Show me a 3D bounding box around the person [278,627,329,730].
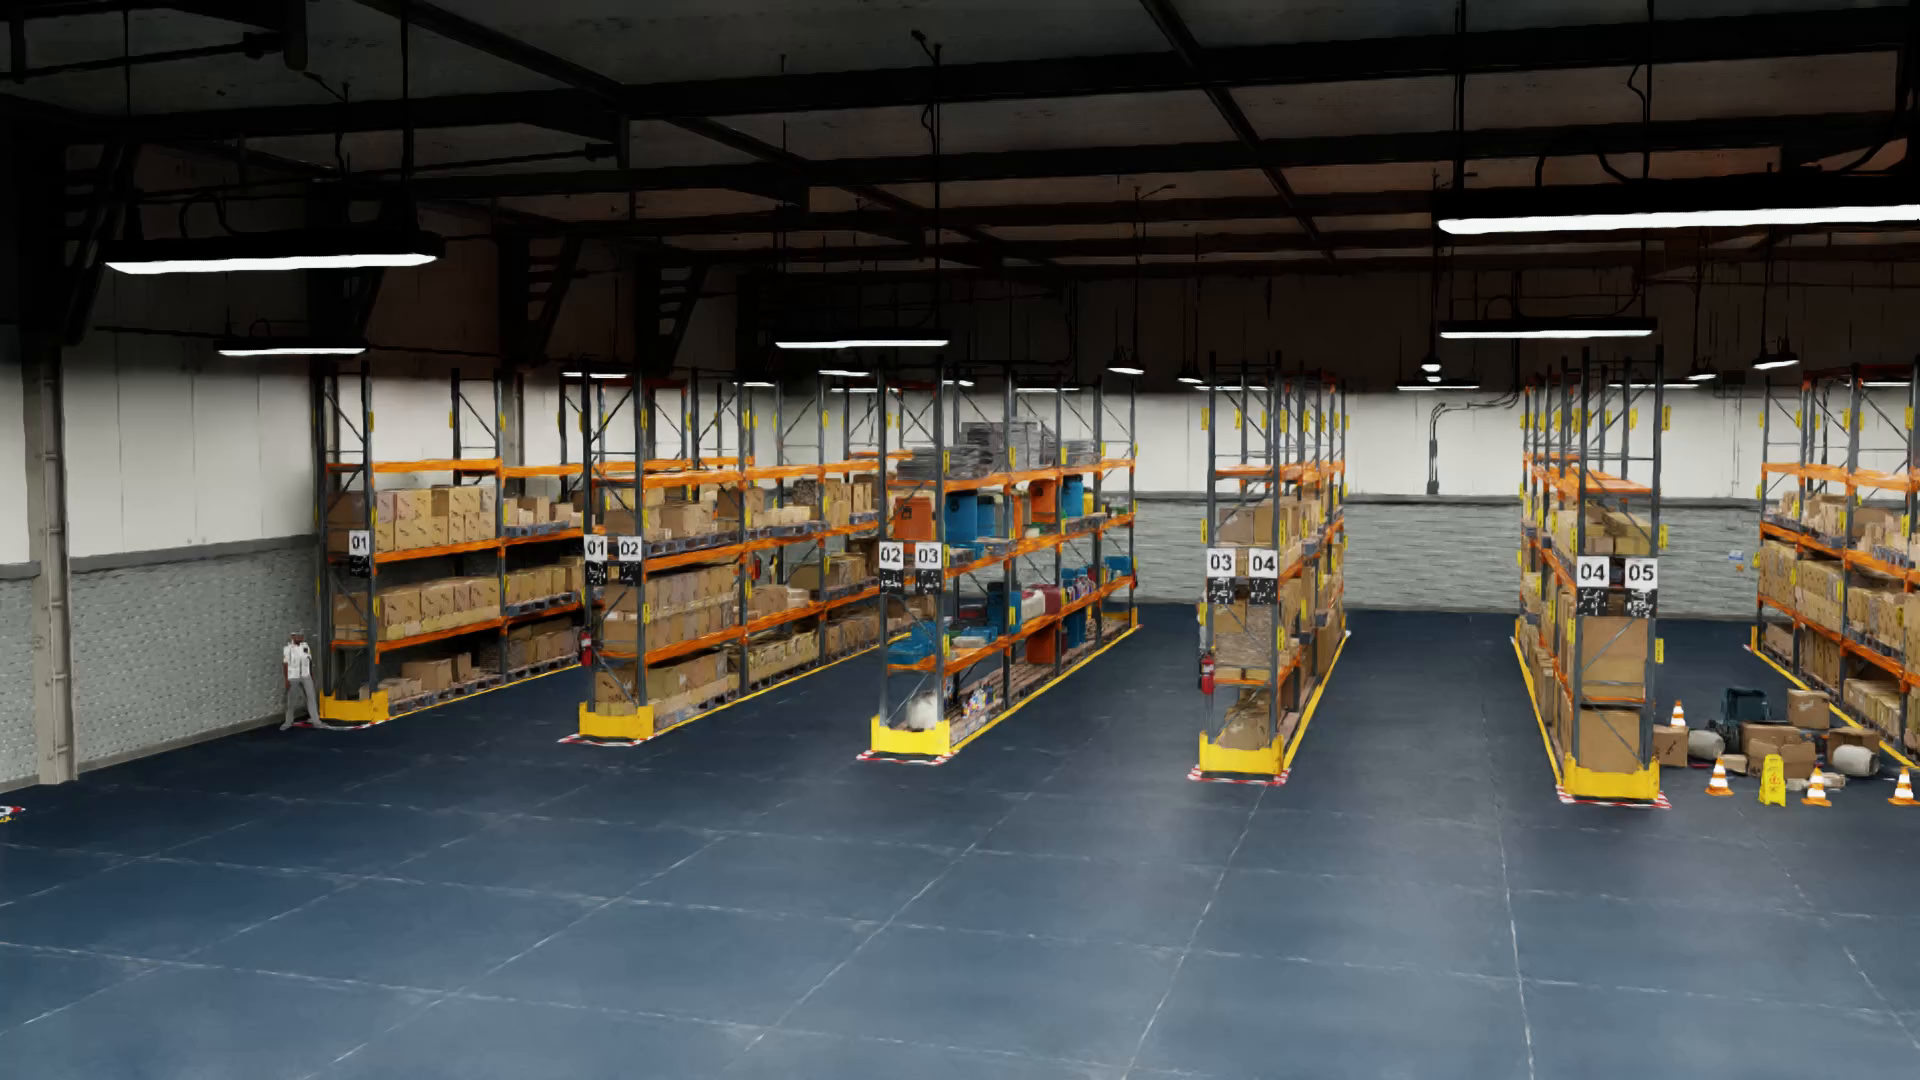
[{"bbox_3d":[-10.681,2.232,26.964,0.697,1.668,0.556,-3,5,-38],"label":"person"}]

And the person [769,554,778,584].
[{"bbox_3d":[-4.600,1.177,41.589,0.382,1.677,0.594,1,4,17],"label":"person"}]

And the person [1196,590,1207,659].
[{"bbox_3d":[5.247,1.659,34.750,0.661,1.742,0.551,1,4,16],"label":"person"}]
